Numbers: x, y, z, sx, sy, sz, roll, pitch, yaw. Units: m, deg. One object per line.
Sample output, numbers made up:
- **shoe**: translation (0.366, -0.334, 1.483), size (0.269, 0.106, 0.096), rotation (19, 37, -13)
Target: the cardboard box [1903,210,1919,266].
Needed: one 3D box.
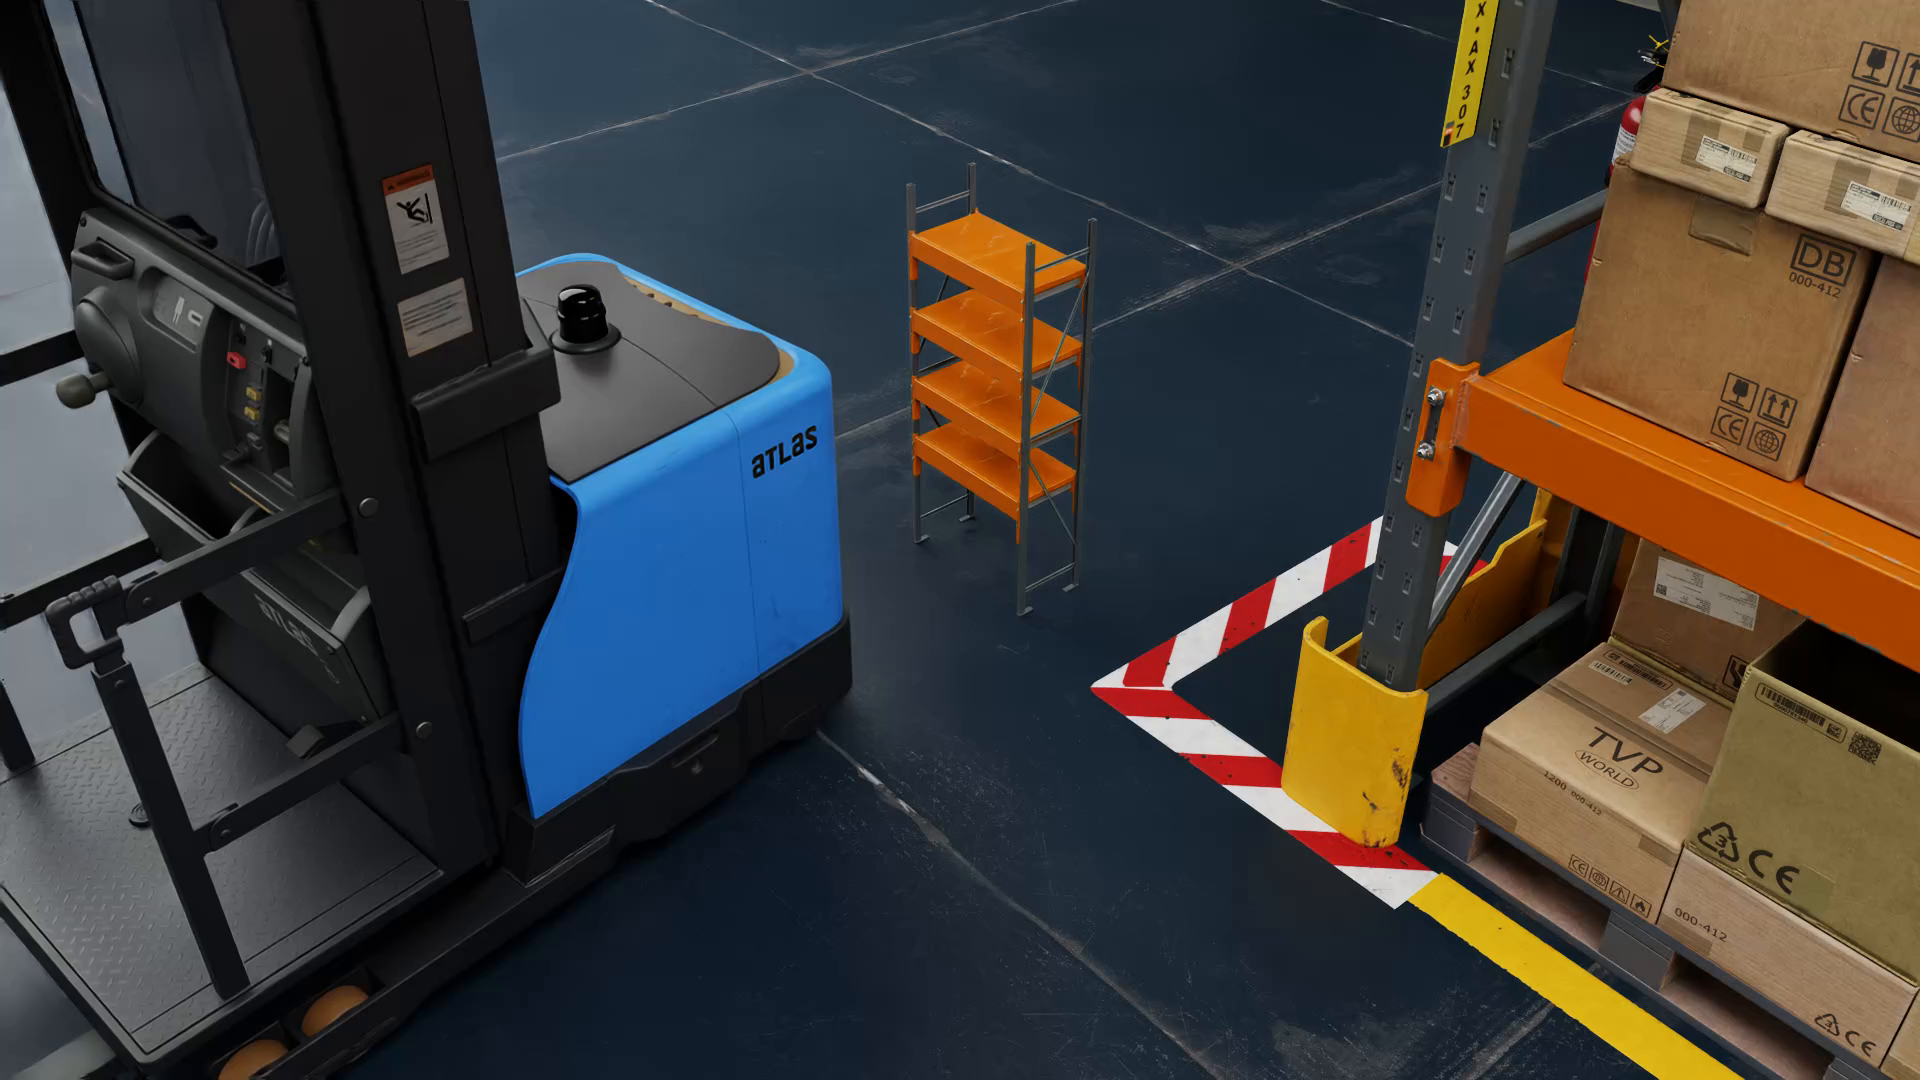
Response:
- **cardboard box**: translation (1.806, -0.545, 2.776), size (0.380, 0.149, 0.250), rotation (-26, 43, -32)

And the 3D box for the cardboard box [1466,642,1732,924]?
- **cardboard box**: translation (1.561, 0.552, 3.892), size (0.500, 0.250, 0.500), rotation (-26, 43, -32)

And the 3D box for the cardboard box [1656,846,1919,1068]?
- **cardboard box**: translation (1.886, 0.771, 3.582), size (0.500, 0.250, 0.500), rotation (-26, 43, -32)

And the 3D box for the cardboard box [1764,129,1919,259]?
- **cardboard box**: translation (1.646, -0.655, 2.932), size (0.380, 0.149, 0.250), rotation (-27, 43, -33)

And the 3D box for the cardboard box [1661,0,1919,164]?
- **cardboard box**: translation (1.710, -1.055, 2.935), size (0.700, 0.500, 0.500), rotation (-26, 43, -32)

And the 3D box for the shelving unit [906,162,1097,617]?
- **shelving unit**: translation (0.107, -0.417, 4.800), size (0.258, 1.200, 0.503), rotation (-26, 43, -32)

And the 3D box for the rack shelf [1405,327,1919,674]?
- **rack shelf**: translation (2.675, 0.458, 2.631), size (1.077, 0.370, 4.000), rotation (-26, 43, -32)

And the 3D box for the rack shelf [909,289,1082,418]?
- **rack shelf**: translation (0.107, -0.544, 4.710), size (0.258, 0.148, 0.480), rotation (-26, 43, -32)

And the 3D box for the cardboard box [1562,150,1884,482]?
- **cardboard box**: translation (1.676, -0.549, 3.343), size (0.700, 0.500, 0.500), rotation (-26, 43, -32)

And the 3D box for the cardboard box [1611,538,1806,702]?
- **cardboard box**: translation (1.958, 0.052, 3.949), size (0.500, 0.500, 0.500), rotation (-26, 43, -32)

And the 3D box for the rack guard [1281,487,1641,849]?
- **rack guard**: translation (1.369, 0.291, 4.407), size (1.175, 0.500, 0.348), rotation (-26, 43, -32)

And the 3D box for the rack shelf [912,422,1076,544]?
- **rack shelf**: translation (0.107, -0.200, 4.954), size (0.258, 0.148, 0.480), rotation (-26, 43, -32)

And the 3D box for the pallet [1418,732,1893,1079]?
- **pallet**: translation (1.910, 0.741, 4.021), size (1.003, 0.211, 1.213), rotation (-26, 43, -32)

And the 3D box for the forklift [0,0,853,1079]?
- **forklift**: translation (-1.655, -0.304, 3.143), size (1.130, 2.935, 3.031), rotation (27, 44, 33)

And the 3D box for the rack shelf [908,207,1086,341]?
- **rack shelf**: translation (0.107, -0.737, 4.573), size (0.258, 0.148, 0.480), rotation (-26, 43, -32)

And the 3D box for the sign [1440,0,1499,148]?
- **sign**: translation (0.957, -0.900, 3.108), size (0.100, 0.325, 0.005), rotation (-26, 43, -32)

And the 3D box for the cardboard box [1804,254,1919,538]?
- **cardboard box**: translation (2.019, -0.319, 3.018), size (0.700, 0.500, 0.500), rotation (-25, 42, -31)

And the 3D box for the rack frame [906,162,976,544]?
- **rack frame**: translation (-0.051, -0.524, 4.952), size (0.240, 1.200, 0.015), rotation (-26, 43, -32)

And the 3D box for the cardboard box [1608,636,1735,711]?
- **cardboard box**: translation (1.957, 0.358, 4.164), size (0.500, 0.250, 0.500), rotation (-26, 43, -32)

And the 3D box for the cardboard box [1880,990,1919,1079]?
- **cardboard box**: translation (2.209, 0.992, 3.270), size (0.500, 0.250, 0.500), rotation (-26, 43, -32)

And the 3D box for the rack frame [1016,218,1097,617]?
- **rack frame**: translation (0.264, -0.309, 4.648), size (0.240, 1.200, 0.015), rotation (-26, 43, -32)

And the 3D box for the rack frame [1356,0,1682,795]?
- **rack frame**: translation (1.385, -0.719, 3.670), size (1.000, 3.000, 0.127), rotation (-26, 43, -32)

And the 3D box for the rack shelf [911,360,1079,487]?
- **rack shelf**: translation (0.107, -0.362, 4.839), size (0.258, 0.148, 0.480), rotation (-26, 43, -32)

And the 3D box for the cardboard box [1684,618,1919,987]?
- **cardboard box**: translation (1.885, 0.466, 3.364), size (0.500, 0.500, 0.500), rotation (-26, 43, -32)

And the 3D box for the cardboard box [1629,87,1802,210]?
- **cardboard box**: translation (1.474, -0.771, 3.095), size (0.380, 0.149, 0.250), rotation (-26, 43, -32)

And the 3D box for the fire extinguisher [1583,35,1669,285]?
- **fire extinguisher**: translation (1.663, -0.913, 4.010), size (0.296, 0.674, 0.183), rotation (-26, 43, -32)
